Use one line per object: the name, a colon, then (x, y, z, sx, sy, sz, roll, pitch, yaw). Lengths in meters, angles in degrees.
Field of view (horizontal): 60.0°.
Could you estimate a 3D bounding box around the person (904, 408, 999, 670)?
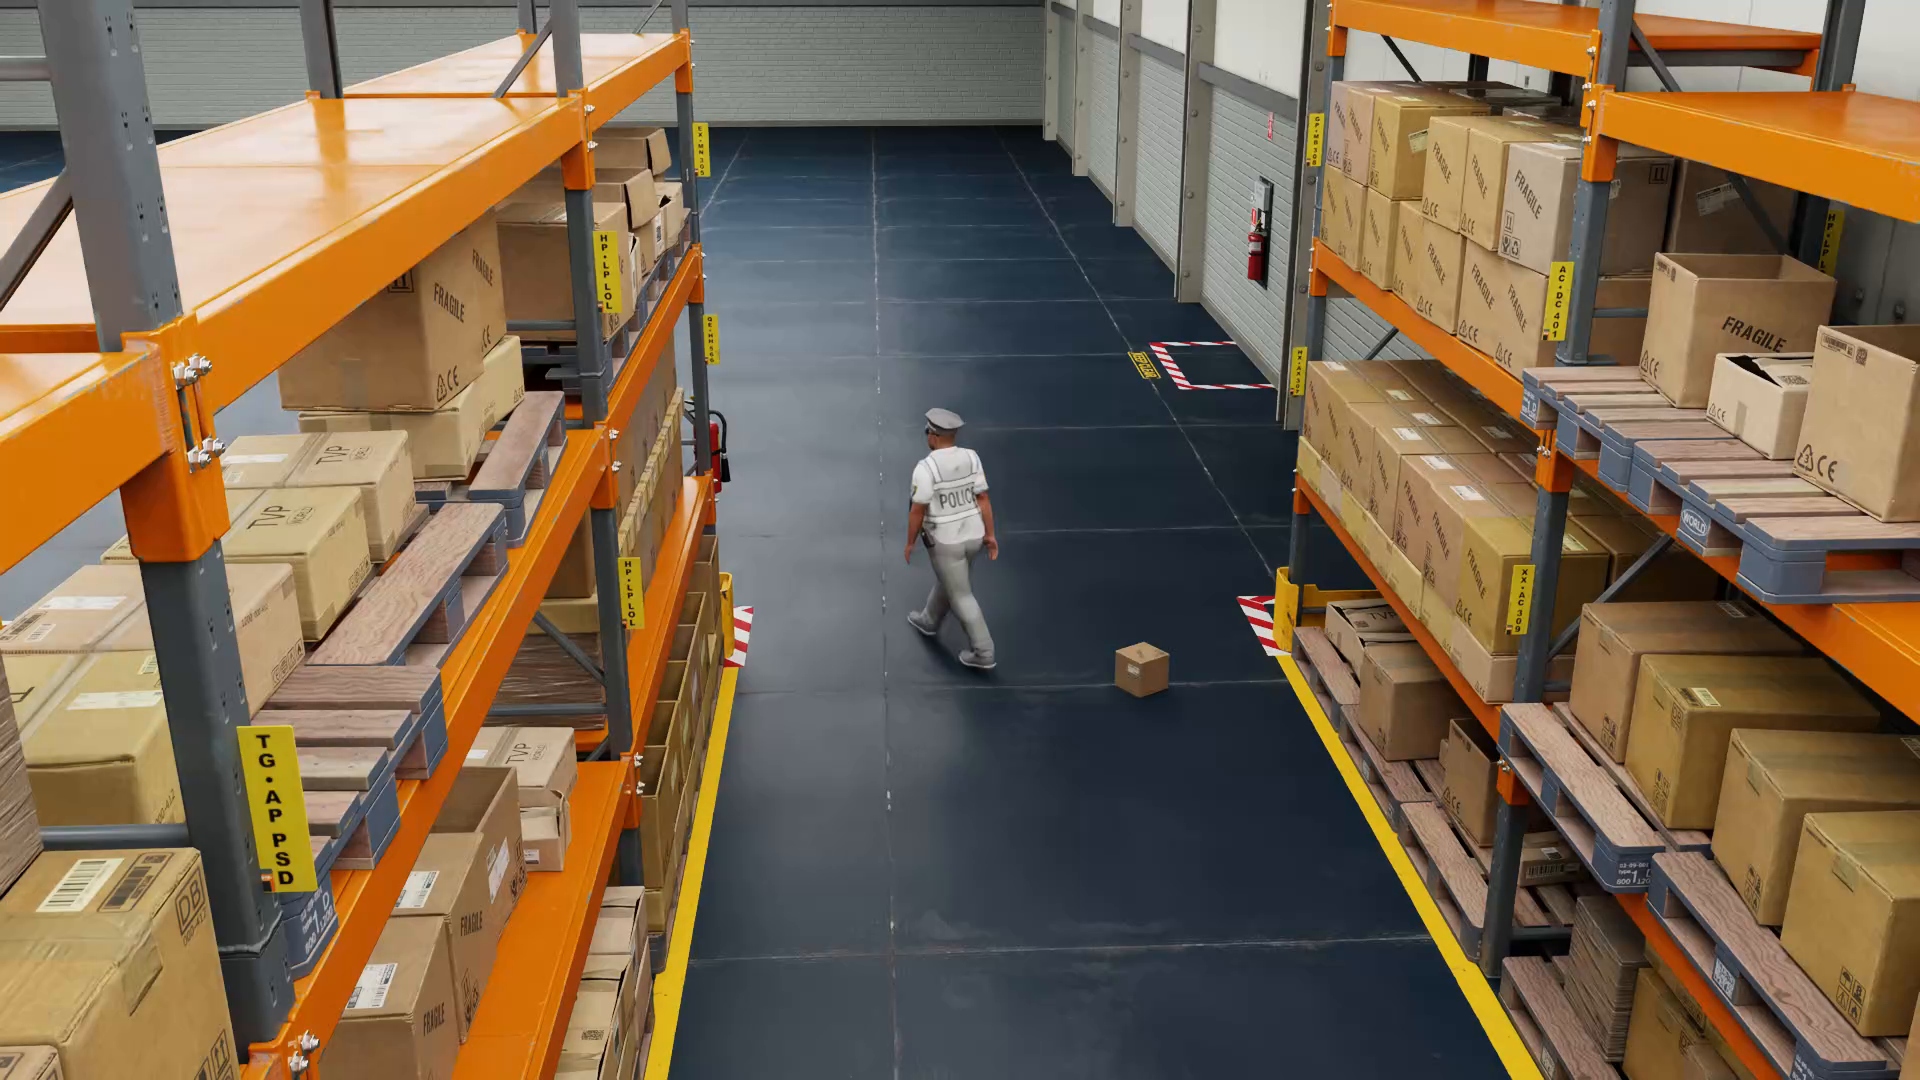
person: (-0.112, -0.048, 11.158, 0.570, 1.694, 1.037, -18, 27, -40)
